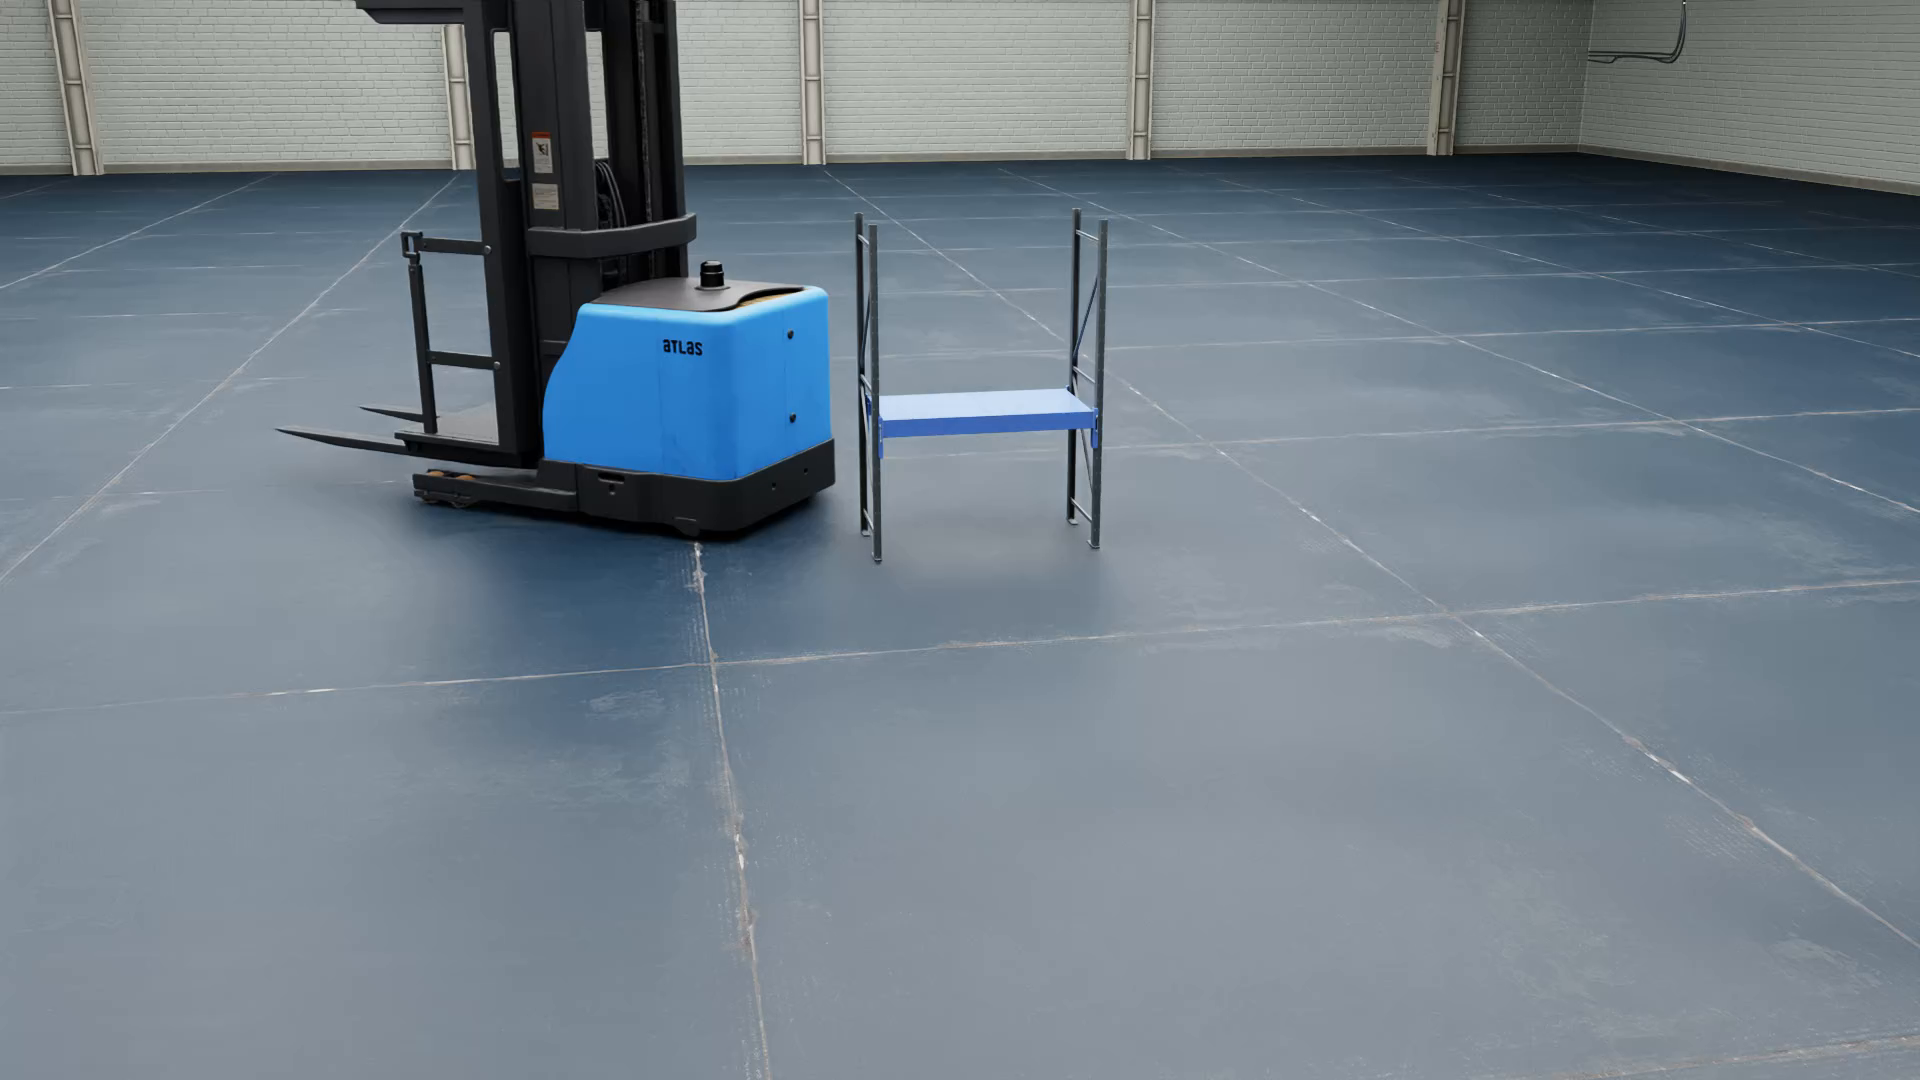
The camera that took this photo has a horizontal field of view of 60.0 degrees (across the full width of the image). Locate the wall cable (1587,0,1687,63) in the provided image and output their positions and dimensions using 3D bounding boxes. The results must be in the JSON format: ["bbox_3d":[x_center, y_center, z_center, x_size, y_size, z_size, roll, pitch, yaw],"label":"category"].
[{"bbox_3d":[12.322,-9.977,30.258,0.112,2.526,3.097,-3,17,-10],"label":"wall cable"}]

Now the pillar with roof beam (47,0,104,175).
[{"bbox_3d":[-13.569,-9.101,22.116,0.400,9.000,9.100,-3,17,-10],"label":"pillar with roof beam"}]

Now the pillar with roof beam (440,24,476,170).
[{"bbox_3d":[-7.678,-9.435,23.204,0.400,9.000,9.100,-3,17,-10],"label":"pillar with roof beam"}]

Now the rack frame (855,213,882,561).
[{"bbox_3d":[-0.415,-0.693,7.515,0.032,1.500,0.500,-3,17,-10],"label":"rack frame"}]

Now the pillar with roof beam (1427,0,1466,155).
[{"bbox_3d":[9.995,-10.438,26.468,0.400,9.000,9.100,-3,17,-10],"label":"pillar with roof beam"}]

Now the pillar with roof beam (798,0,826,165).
[{"bbox_3d":[-1.787,-9.769,24.292,0.400,9.000,9.100,-3,17,-10],"label":"pillar with roof beam"}]

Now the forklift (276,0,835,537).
[{"bbox_3d":[-2.196,-1.689,8.319,3.031,2.935,1.130,8,19,24],"label":"forklift"}]

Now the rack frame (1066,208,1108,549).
[{"bbox_3d":[0.583,-0.750,7.699,0.032,1.500,0.500,-3,17,-10],"label":"rack frame"}]

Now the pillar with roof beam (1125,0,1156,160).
[{"bbox_3d":[4.104,-10.103,25.380,0.400,9.000,9.100,-3,17,-10],"label":"pillar with roof beam"}]

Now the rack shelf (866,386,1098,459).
[{"bbox_3d":[0.084,-0.550,7.660,1.000,0.185,0.538,-3,17,-10],"label":"rack shelf"}]

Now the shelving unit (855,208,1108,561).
[{"bbox_3d":[0.084,-0.722,7.607,1.048,1.500,0.538,-3,17,-10],"label":"shelving unit"}]
